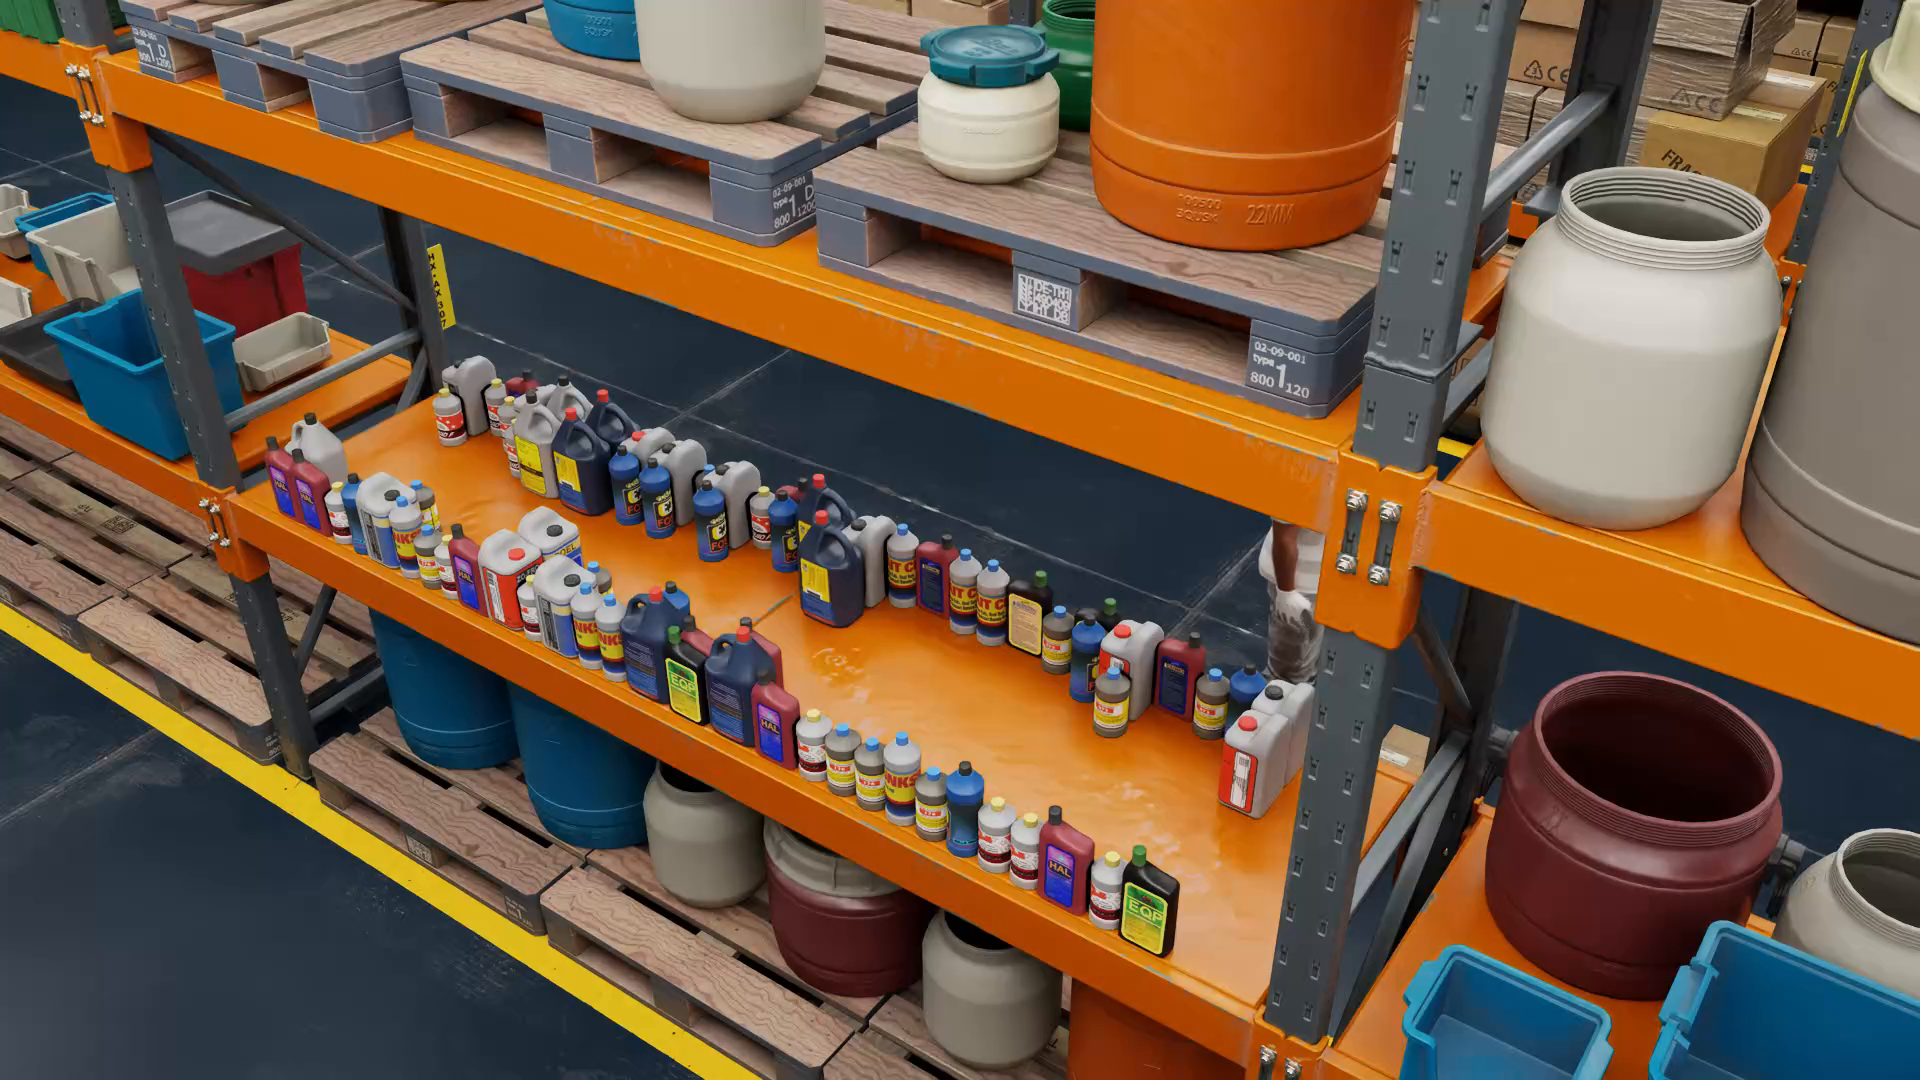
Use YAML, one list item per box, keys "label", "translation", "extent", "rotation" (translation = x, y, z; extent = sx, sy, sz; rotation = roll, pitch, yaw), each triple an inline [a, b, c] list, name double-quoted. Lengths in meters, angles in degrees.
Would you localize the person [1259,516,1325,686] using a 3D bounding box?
- label: "person"
  translation: [1.269, 0.067, 5.976]
  extent: [0.349, 1.718, 0.542]
  rotation: [22, 40, 29]
